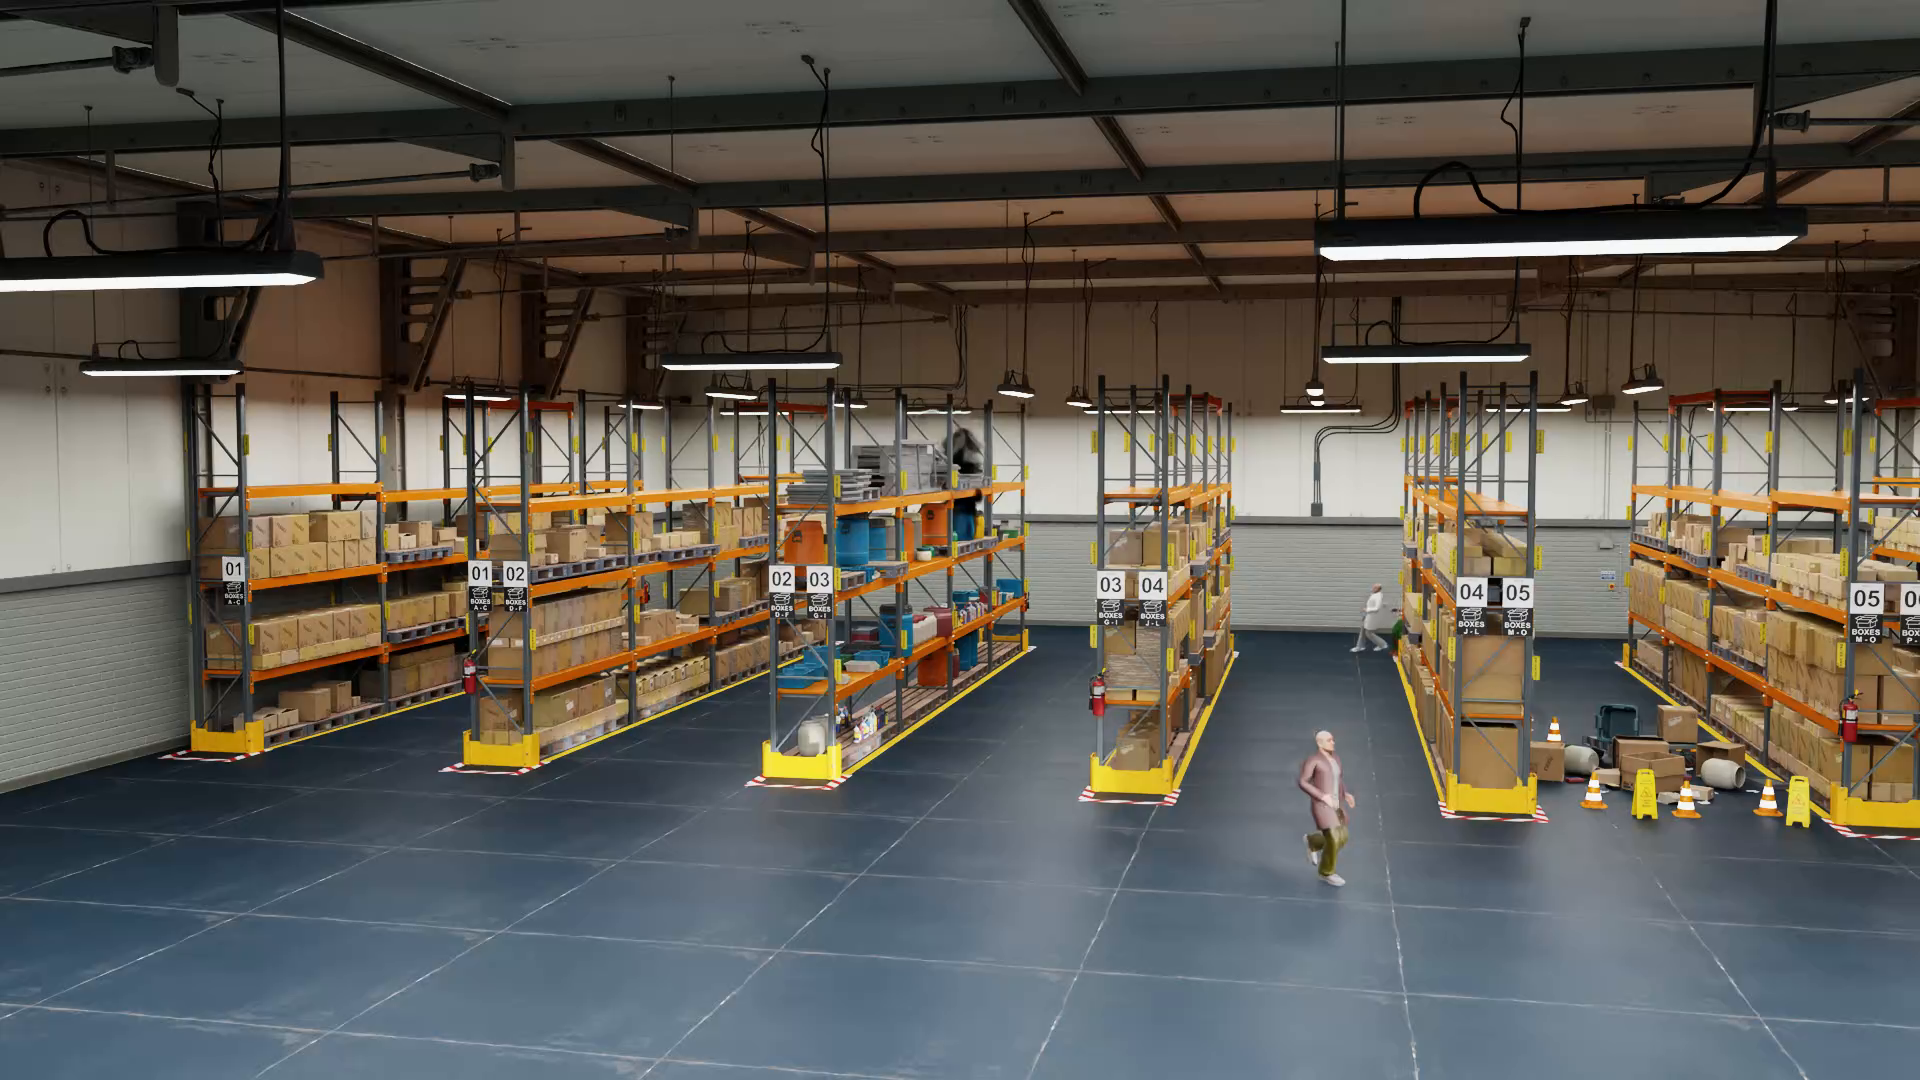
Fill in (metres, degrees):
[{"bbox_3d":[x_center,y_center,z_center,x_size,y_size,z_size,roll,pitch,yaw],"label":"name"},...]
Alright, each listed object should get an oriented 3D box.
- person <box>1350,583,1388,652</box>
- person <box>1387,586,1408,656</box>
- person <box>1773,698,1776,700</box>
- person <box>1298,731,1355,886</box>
[{"bbox_3d":[9.791,1.875,39.739,0.887,1.715,0.793,1,3,12],"label":"person"},{"bbox_3d":[10.553,1.869,39.428,0.783,1.806,0.720,0,3,-4],"label":"person"},{"bbox_3d":[15.953,2.367,32.271,0.544,1.591,0.840,0,3,7],"label":"person"},{"bbox_3d":[4.153,3.053,19.085,0.712,1.739,0.653,-3,4,-40],"label":"person"}]
